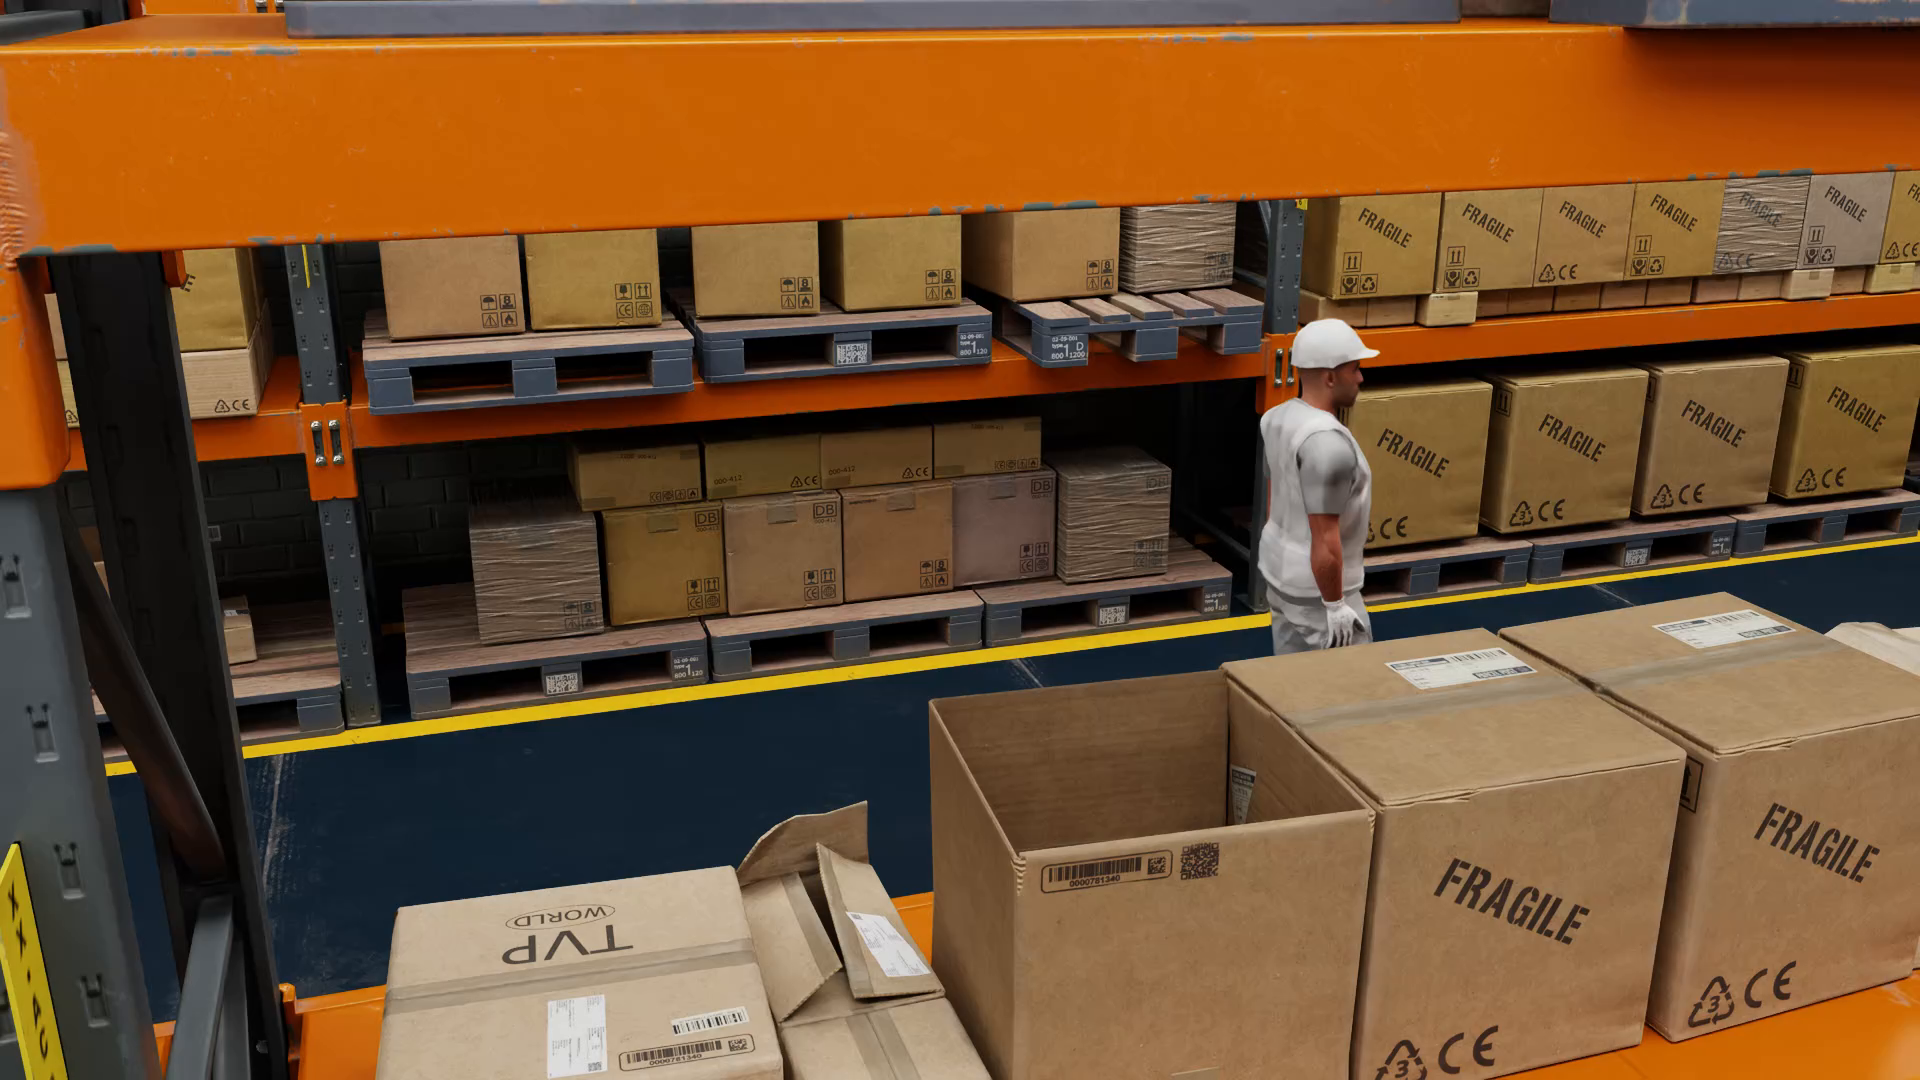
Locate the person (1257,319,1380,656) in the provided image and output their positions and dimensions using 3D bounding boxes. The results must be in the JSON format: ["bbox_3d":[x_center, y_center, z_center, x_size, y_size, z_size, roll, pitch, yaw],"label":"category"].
[{"bbox_3d":[1.153,0.156,5.522,0.484,1.794,0.563,-3,19,-9],"label":"person"}]
